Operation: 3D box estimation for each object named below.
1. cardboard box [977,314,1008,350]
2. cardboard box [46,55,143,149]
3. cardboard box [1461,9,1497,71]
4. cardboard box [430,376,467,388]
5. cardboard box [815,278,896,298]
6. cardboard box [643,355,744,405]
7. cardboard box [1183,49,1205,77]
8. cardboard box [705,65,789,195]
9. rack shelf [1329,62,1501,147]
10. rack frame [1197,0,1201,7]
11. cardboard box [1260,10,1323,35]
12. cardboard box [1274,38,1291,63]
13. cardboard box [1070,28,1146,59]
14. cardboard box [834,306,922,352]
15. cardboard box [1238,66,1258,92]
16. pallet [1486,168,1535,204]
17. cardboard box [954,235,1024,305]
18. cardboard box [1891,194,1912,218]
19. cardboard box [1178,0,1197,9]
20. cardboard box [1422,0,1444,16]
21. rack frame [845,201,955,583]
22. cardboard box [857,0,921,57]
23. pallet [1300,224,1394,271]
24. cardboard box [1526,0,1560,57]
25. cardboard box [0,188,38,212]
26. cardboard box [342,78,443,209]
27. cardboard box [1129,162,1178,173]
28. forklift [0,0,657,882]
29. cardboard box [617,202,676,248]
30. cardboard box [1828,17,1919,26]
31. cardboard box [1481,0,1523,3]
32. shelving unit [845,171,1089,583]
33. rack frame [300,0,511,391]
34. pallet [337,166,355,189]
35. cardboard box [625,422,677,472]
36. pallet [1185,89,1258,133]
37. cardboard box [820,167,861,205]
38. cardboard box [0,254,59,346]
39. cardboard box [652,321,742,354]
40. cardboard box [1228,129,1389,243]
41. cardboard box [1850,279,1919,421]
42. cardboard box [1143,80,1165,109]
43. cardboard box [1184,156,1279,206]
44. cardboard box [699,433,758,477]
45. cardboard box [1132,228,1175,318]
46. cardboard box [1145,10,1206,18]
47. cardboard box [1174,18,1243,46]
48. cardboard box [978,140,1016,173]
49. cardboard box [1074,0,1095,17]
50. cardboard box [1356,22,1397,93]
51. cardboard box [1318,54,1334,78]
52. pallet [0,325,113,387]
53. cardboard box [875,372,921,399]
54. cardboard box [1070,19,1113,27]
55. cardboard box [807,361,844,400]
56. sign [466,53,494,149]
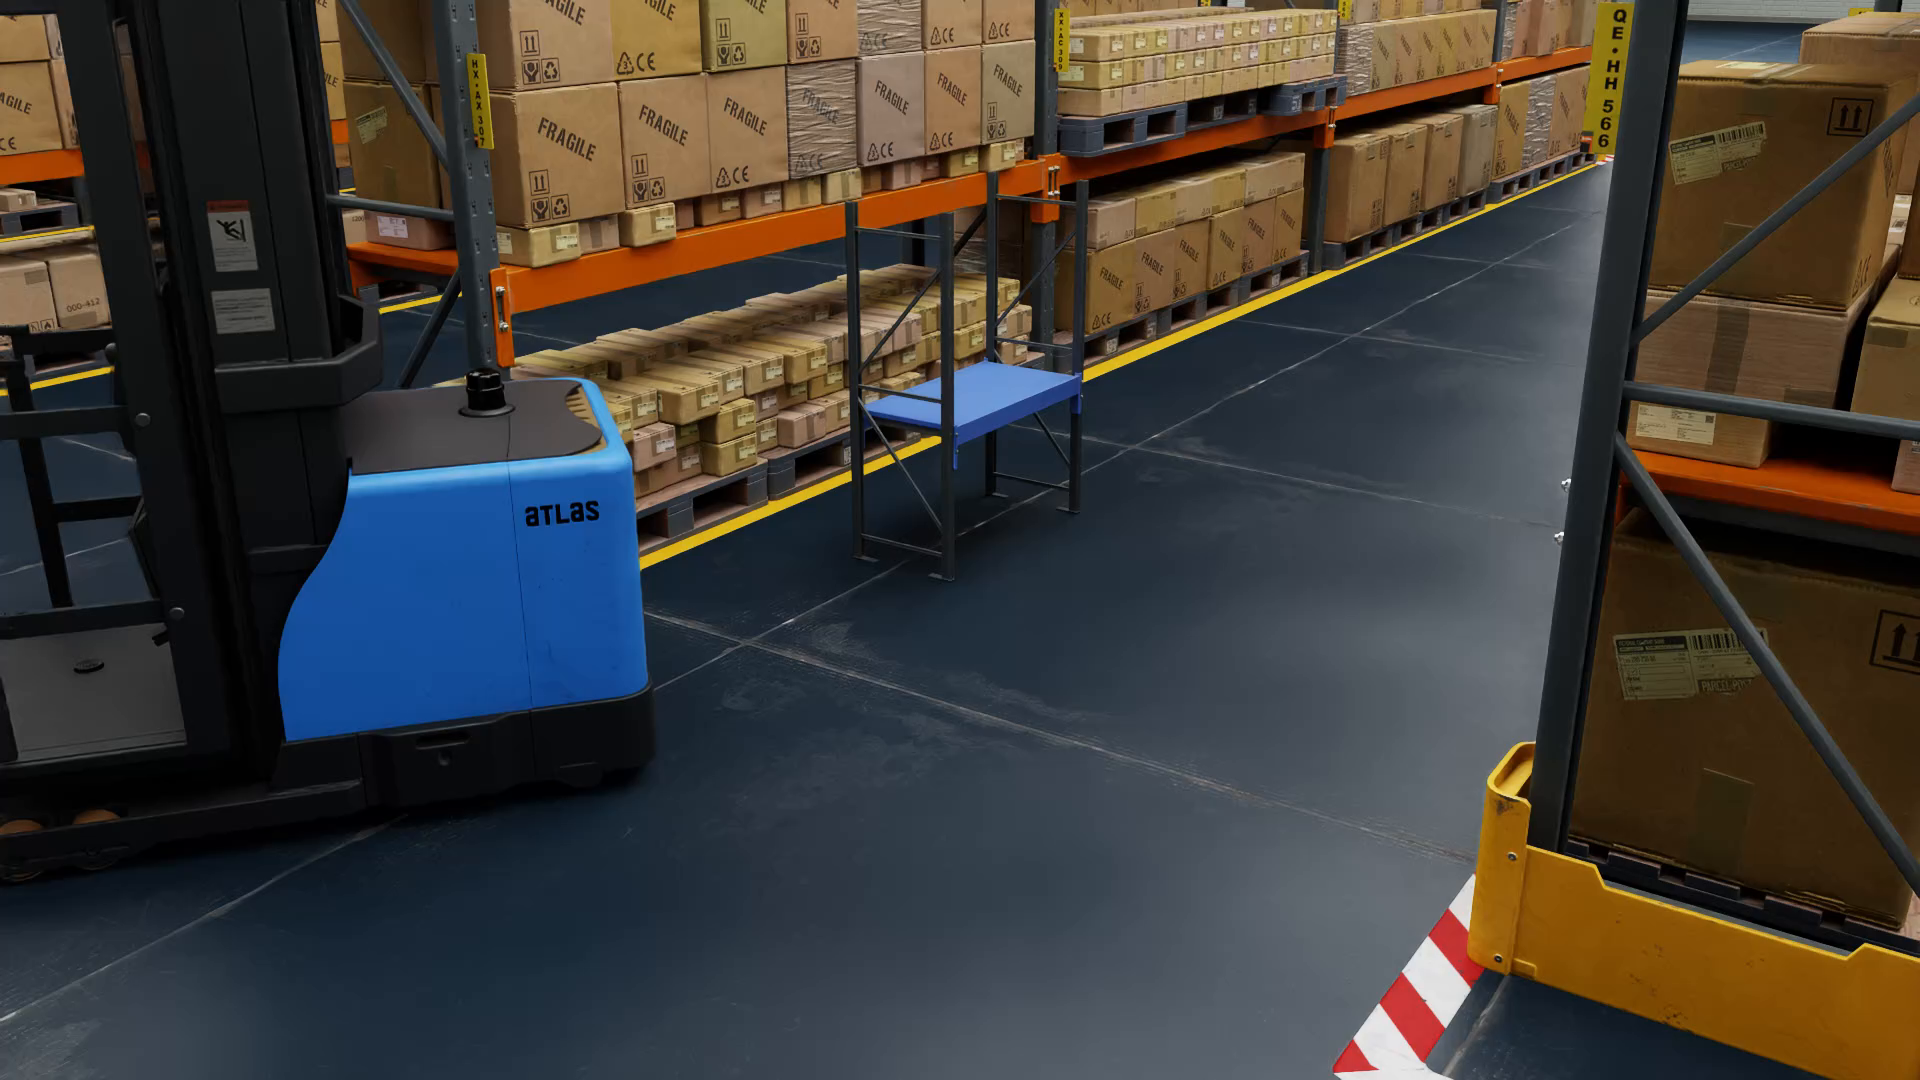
[{"bbox_3d":[0.039,-1.171,9.181,0.380,0.149,0.250,12,23,29],"label":"cardboard box"},{"bbox_3d":[-5.235,-2.614,9.864,0.500,0.500,0.500,13,24,32],"label":"cardboard box"},{"bbox_3d":[4.519,-4.544,15.081,0.500,0.500,0.500,13,24,32],"label":"cardboard box"},{"bbox_3d":[-2.066,-0.596,7.199,0.380,0.149,0.250,14,24,32],"label":"cardboard box"},{"bbox_3d":[-0.576,-1.334,9.195,0.380,0.149,0.250,13,24,31],"label":"cardboard box"},{"bbox_3d":[-1.204,-0.716,7.523,0.380,0.149,0.250,12,23,29],"label":"cardboard box"},{"bbox_3d":[1.281,-2.947,10.236,0.380,0.149,0.250,14,25,34],"label":"cardboard box"},{"bbox_3d":[-1.108,-1.814,7.272,0.500,0.500,0.500,14,24,33],"label":"cardboard box"},{"bbox_3d":[3.467,-3.788,14.218,1.077,0.370,4.000,13,24,32],"label":"rack shelf"},{"bbox_3d":[2.690,-6.783,21.279,1.000,3.000,0.127,13,24,32],"label":"rack frame"},{"bbox_3d":[2.304,-3.608,11.594,0.380,0.149,0.250,13,24,31],"label":"cardboard box"},{"bbox_3d":[2.007,-3.315,11.230,0.380,0.149,0.250,13,24,32],"label":"cardboard box"},{"bbox_3d":[0.848,-2.866,9.589,0.380,0.149,0.250,14,25,33],"label":"cardboard box"},{"bbox_3d":[-0.421,-1.081,8.510,0.380,0.149,0.250,12,23,29],"label":"cardboard box"},{"bbox_3d":[1.721,-3.032,10.895,0.380,0.149,0.250,14,25,33],"label":"cardboard box"},{"bbox_3d":[5.084,-3.594,16.677,1.003,0.211,1.213,13,24,32],"label":"pallet"},{"bbox_3d":[0.302,-1.690,10.507,0.500,0.500,0.500,13,24,31],"label":"cardboard box"},{"bbox_3d":[2.805,-0.961,5.327,0.500,0.250,0.500,13,24,32],"label":"cardboard box"},{"bbox_3d":[2.612,-6.760,20.643,0.500,0.500,0.500,13,24,31],"label":"cardboard box"},{"bbox_3d":[3.746,-4.778,14.274,0.700,0.500,0.500,14,24,32],"label":"cardboard box"},{"bbox_3d":[-0.238,-0.582,6.677,0.500,1.500,0.032,13,24,32],"label":"rack frame"},{"bbox_3d":[-0.532,-2.578,7.896,0.500,0.500,0.500,14,24,33],"label":"cardboard box"},{"bbox_3d":[2.849,-2.455,13.597,1.003,0.211,1.213,13,24,32],"label":"pallet"},{"bbox_3d":[5.481,-5.172,16.706,0.875,0.550,0.550,13,24,32],"label":"cardboard box"},{"bbox_3d":[-8.234,-2.950,14.419,0.380,0.149,0.250,12,24,30],"label":"cardboard box"},{"bbox_3d":[-2.114,-1.621,6.752,0.500,0.500,0.500,14,24,33],"label":"cardboard box"},{"bbox_3d":[1.181,-2.492,11.595,0.500,0.250,0.500,13,24,32],"label":"cardboard box"},{"bbox_3d":[-2.531,-0.621,4.719,3.031,2.935,1.130,-6,21,-17],"label":"forklift"},{"bbox_3d":[-1.396,-1.315,6.858,0.380,0.149,0.250,12,24,30],"label":"cardboard box"},{"bbox_3d":[3.376,-1.601,5.975,0.500,0.500,0.500,13,24,32],"label":"cardboard box"},{"bbox_3d":[4.828,-5.375,15.699,0.875,0.550,0.550,13,24,32],"label":"cardboard box"},{"bbox_3d":[0.048,-0.728,7.071,0.538,1.500,1.048,13,24,32],"label":"shelving unit"},{"bbox_3d":[-2.154,-1.256,6.336,1.000,3.000,0.127,13,24,32],"label":"rack frame"},{"bbox_3d":[-6.366,-3.940,17.612,1.003,0.211,1.213,13,24,32],"label":"pallet"},{"bbox_3d":[-1.447,-0.423,7.160,0.380,0.149,0.250,13,24,32],"label":"cardboard box"},{"bbox_3d":[1.264,-2.885,11.018,1.003,0.211,1.213,13,24,32],"label":"pallet"},{"bbox_3d":[-0.692,-1.696,7.887,0.380,0.149,0.250,14,24,33],"label":"cardboard box"},{"bbox_3d":[-6.016,-1.396,9.804,0.875,0.438,0.875,12,24,30],"label":"cardboard box"},{"bbox_3d":[-1.294,-0.960,8.183,0.380,0.149,0.250,12,24,30],"label":"cardboard box"},{"bbox_3d":[2.760,-2.850,13.284,1.050,0.750,0.750,13,24,31],"label":"cardboard box"},{"bbox_3d":[2.384,-0.414,3.847,0.500,0.250,0.500,13,24,30],"label":"cardboard box"},{"bbox_3d":[0.991,-2.658,9.883,0.380,0.149,0.250,13,24,32],"label":"cardboard box"},{"bbox_3d":[1.901,-2.533,11.706,0.500,0.250,0.500,14,24,33],"label":"cardboard box"},{"bbox_3d":[-1.147,-0.419,7.579,0.380,0.149,0.250,14,24,32],"label":"cardboard box"},{"bbox_3d":[1.025,-1.741,10.645,0.500,0.500,0.500,15,25,34],"label":"cardboard box"},{"bbox_3d":[1.483,-3.592,11.550,0.380,0.149,0.250,12,24,30],"label":"cardboard box"},{"bbox_3d":[1.571,-3.234,10.584,0.380,0.149,0.250,14,25,33],"label":"cardboard box"},{"bbox_3d":[0.073,-2.063,8.880,0.380,0.149,0.250,13,24,30],"label":"cardboard box"},{"bbox_3d":[1.182,-6.042,18.703,0.500,0.500,0.500,13,24,32],"label":"cardboard box"},{"bbox_3d":[3.102,-3.821,13.126,0.500,0.500,0.500,13,24,31],"label":"cardboard box"},{"bbox_3d":[2.446,-3.399,11.888,0.380,0.149,0.250,14,24,33],"label":"cardboard box"},{"bbox_3d":[-5.920,-1.129,10.013,1.003,0.211,1.213,13,24,32],"label":"pallet"},{"bbox_3d":[-0.426,-0.787,8.574,0.380,0.149,0.250,13,24,32],"label":"cardboard box"},{"bbox_3d":[0.744,-3.211,10.522,0.380,0.149,0.250,12,24,30],"label":"cardboard box"},{"bbox_3d":[-0.799,-0.819,8.231,0.380,0.149,0.250,15,25,34],"label":"cardboard box"},{"bbox_3d":[-1.705,-1.556,5.900,0.100,0.325,0.005,13,24,32],"label":"sign"}]
